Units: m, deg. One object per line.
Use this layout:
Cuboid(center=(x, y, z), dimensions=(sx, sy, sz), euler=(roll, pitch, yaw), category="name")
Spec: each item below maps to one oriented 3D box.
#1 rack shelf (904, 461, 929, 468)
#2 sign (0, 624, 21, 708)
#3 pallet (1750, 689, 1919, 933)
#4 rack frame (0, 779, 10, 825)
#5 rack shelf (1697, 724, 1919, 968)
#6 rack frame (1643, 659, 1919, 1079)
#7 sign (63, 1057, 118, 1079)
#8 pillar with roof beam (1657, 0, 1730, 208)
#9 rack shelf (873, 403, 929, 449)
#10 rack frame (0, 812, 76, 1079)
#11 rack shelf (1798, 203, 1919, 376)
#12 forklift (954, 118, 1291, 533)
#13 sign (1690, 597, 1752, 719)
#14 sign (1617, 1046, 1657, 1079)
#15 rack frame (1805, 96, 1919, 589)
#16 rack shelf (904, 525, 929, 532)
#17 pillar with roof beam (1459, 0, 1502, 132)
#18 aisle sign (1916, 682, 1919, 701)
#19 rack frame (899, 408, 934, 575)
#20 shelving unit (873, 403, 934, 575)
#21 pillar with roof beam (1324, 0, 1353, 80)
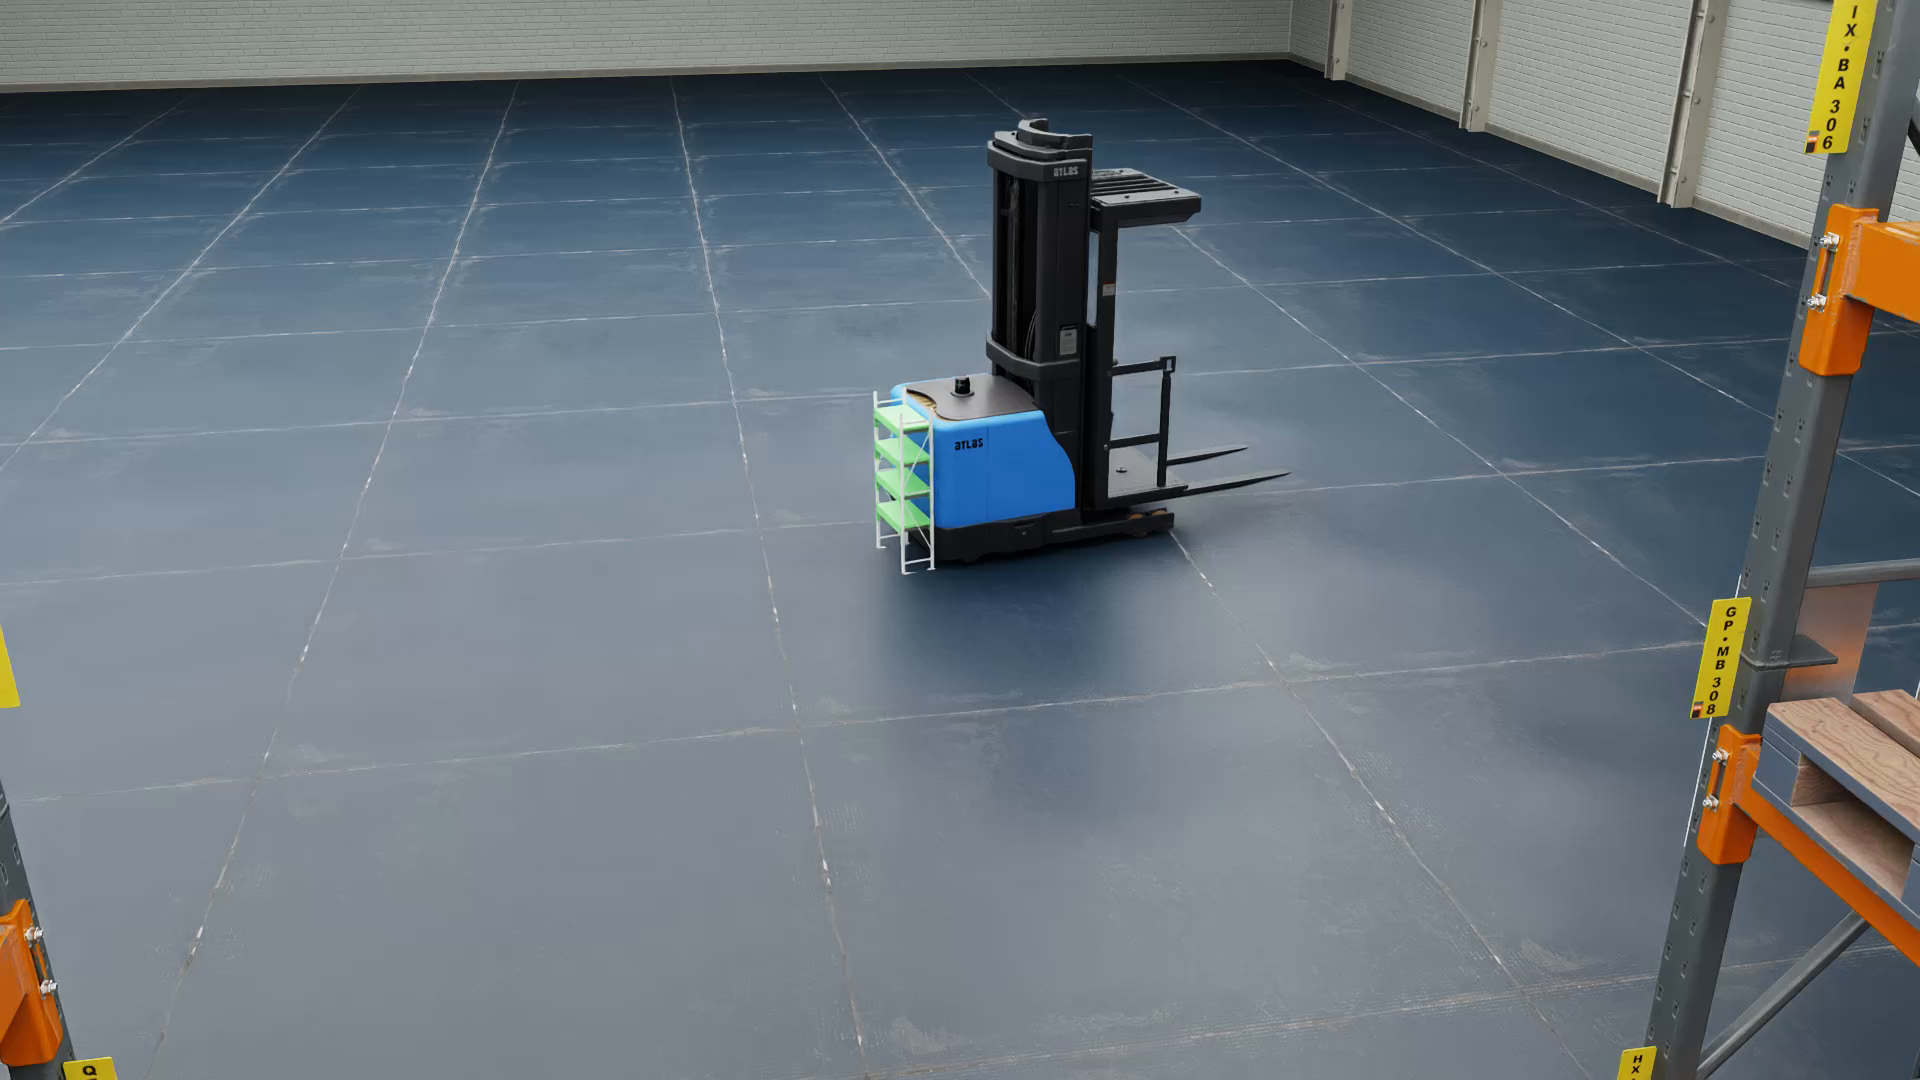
Cuboid(center=(-0.395, -0.602, 11.619), dimensions=(0.199, 0.029, 0.442), euler=(-10, 25, -21), category="rack shelf")
Cuboid(center=(-1.913, 0.184, 3.227), dimensions=(0.100, 0.325, 0.005), euler=(-4, 24, -10), category="sign")
Cuboid(center=(2.463, 0.676, 3.443), dimensions=(1.003, 0.211, 1.213), euler=(-4, 24, -10), category="pallet")
Cuboid(center=(-2.462, -0.752, 2.727), dimensions=(1.000, 3.000, 0.127), euler=(-4, 24, -10), category="rack frame")
Cuboid(center=(2.776, 1.373, 2.510), dimensions=(1.077, 0.370, 4.000), euler=(-4, 24, -10), category="rack shelf")
Cuboid(center=(2.406, 1.631, 4.767), dimensions=(1.000, 3.000, 0.127), euler=(-4, 24, -10), category="rack frame")
Cuboid(center=(-1.913, 1.289, 3.709), dimensions=(0.100, 0.325, 0.005), euler=(-4, 24, -10), category="sign")
Cuboid(center=(5.562, -8.401, 20.243), dimensions=(9.100, 9.000, 0.400), euler=(-4, 24, -10), category="pillar with roof beam")
Cuboid(center=(-0.395, -0.796, 11.534), dimensions=(0.258, 0.148, 0.480), euler=(-10, 25, -21), category="rack shelf")
Cuboid(center=(-2.462, 1.998, 3.928), dimensions=(1.000, 3.000, 0.127), euler=(-4, 24, -10), category="rack frame")
Cuboid(center=(2.776, 0.182, 1.990), dimensions=(1.077, 0.370, 4.000), euler=(-4, 24, -10), category="rack shelf")
Cuboid(center=(1.047, -1.548, 12.132), dimensions=(3.031, 2.935, 1.121), euler=(-10, 25, -21), category="forklift")
Cuboid(center=(1.864, 0.291, 4.076), dimensions=(0.100, 0.325, 0.005), euler=(-4, 24, -10), category="sign")
Cuboid(center=(1.864, 1.543, 4.623), dimensions=(0.100, 0.325, 0.005), euler=(-4, 24, -10), category="sign")
Cuboid(center=(2.403, -1.118, 3.566), dimensions=(0.949, 2.616, 0.053), euler=(-4, 24, -10), category="rack frame")
Cuboid(center=(-0.395, -0.162, 11.811), dimensions=(0.199, 0.029, 0.442), euler=(-10, 25, -21), category="rack shelf")
Cuboid(center=(4.453, -10.761, 25.647), dimensions=(9.100, 9.000, 0.400), euler=(-4, 24, -10), category="pillar with roof beam")
Cuboid(center=(2.684, 0.390, 4.362), dimensions=(0.394, 0.787, 0.004), euler=(-4, 24, -10), category="aisle sign")
Cuboid(center=(-0.298, -0.325, 11.496), dimensions=(0.240, 1.200, 0.015), euler=(-10, 25, -21), category="rack frame")
Cuboid(center=(-0.393, -0.413, 11.696), dimensions=(0.258, 1.200, 0.492), euler=(-10, 25, -21), category="shelving unit")
Cuboid(center=(3.343, -13.121, 31.050), dimensions=(9.100, 9.000, 0.400), euler=(-4, 24, -10), category="pillar with roof beam")
